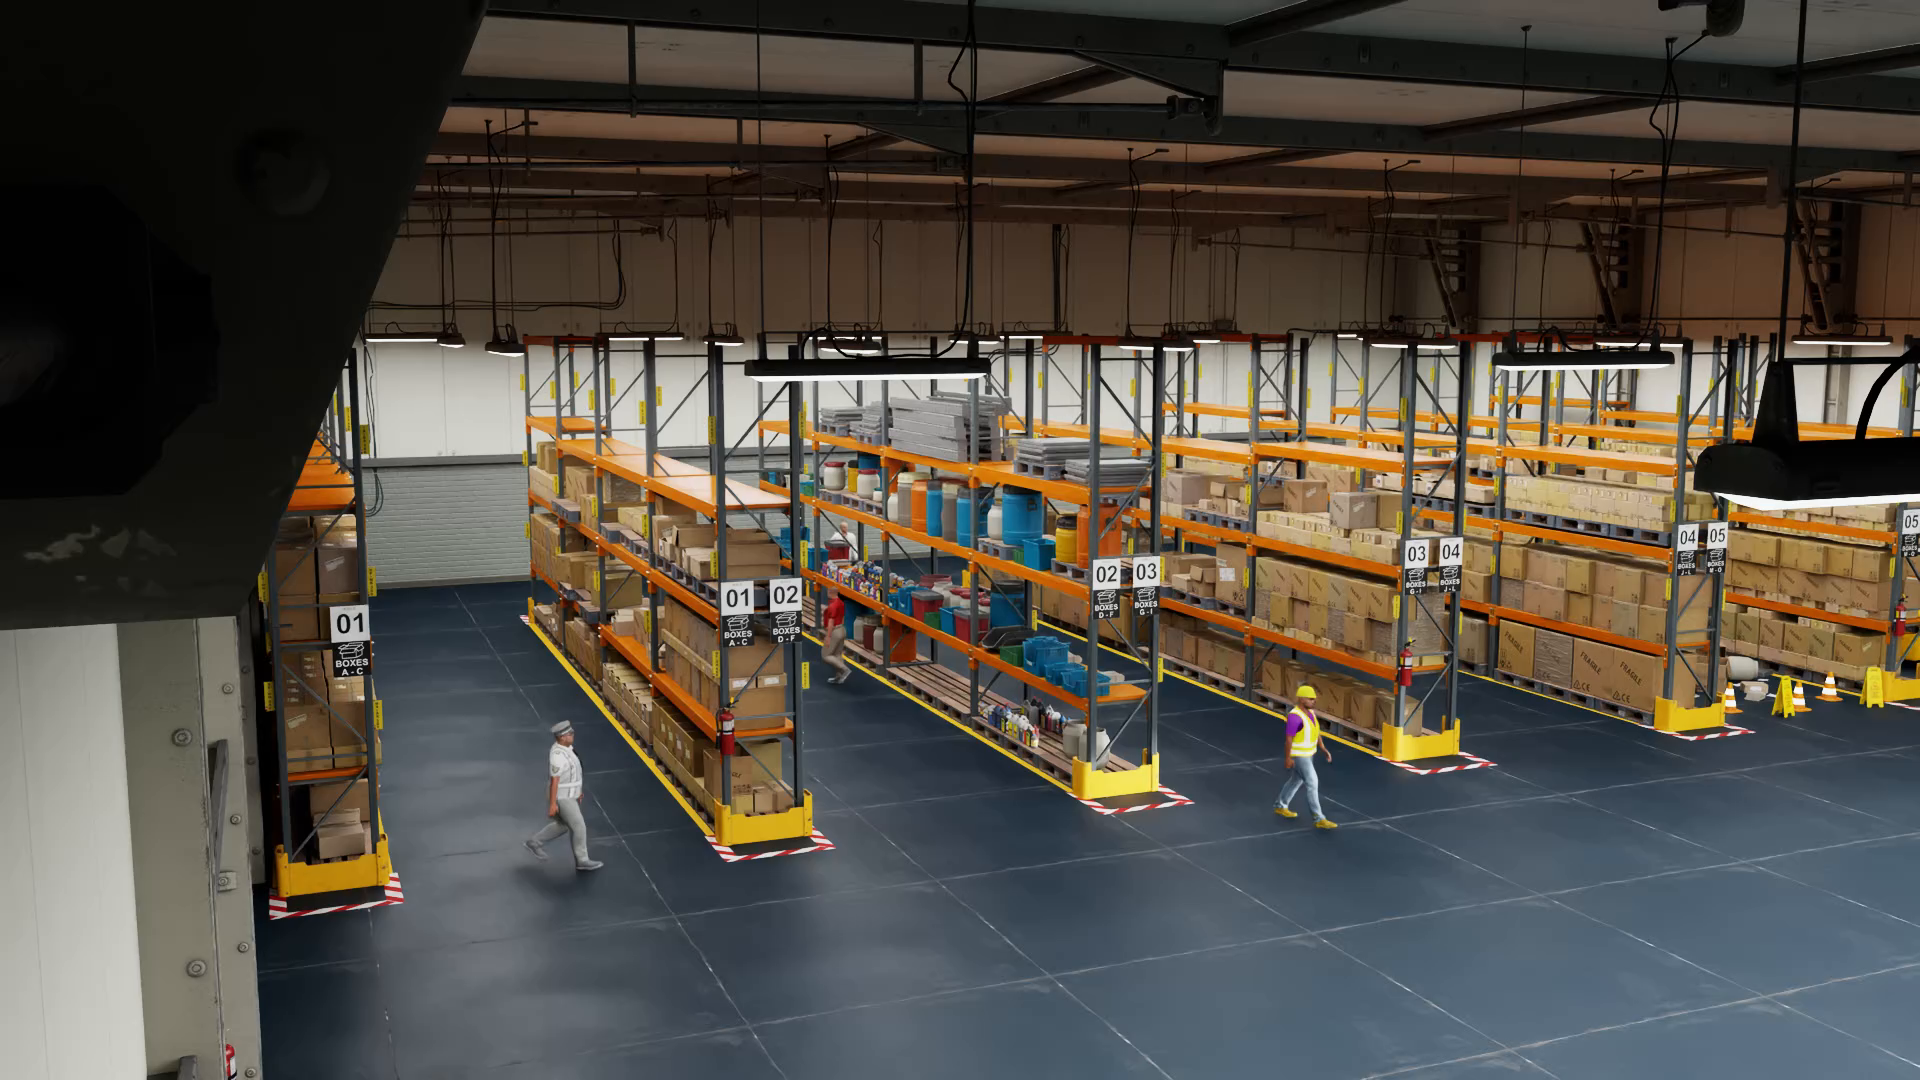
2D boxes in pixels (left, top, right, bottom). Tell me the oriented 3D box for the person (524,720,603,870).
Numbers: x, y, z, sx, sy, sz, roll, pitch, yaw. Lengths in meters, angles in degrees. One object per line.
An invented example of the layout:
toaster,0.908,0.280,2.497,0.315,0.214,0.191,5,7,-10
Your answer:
person,-4.593,2.925,19.140,0.969,1.736,0.588,0,8,4

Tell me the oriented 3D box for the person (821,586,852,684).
person,-2.109,1.654,28.725,0.530,1.725,0.586,2,8,17

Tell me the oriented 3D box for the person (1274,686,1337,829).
person,4.380,2.690,20.876,0.929,1.725,0.587,5,9,31

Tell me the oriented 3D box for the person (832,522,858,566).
person,-2.596,0.449,37.637,0.612,1.728,1.099,-5,9,-30
